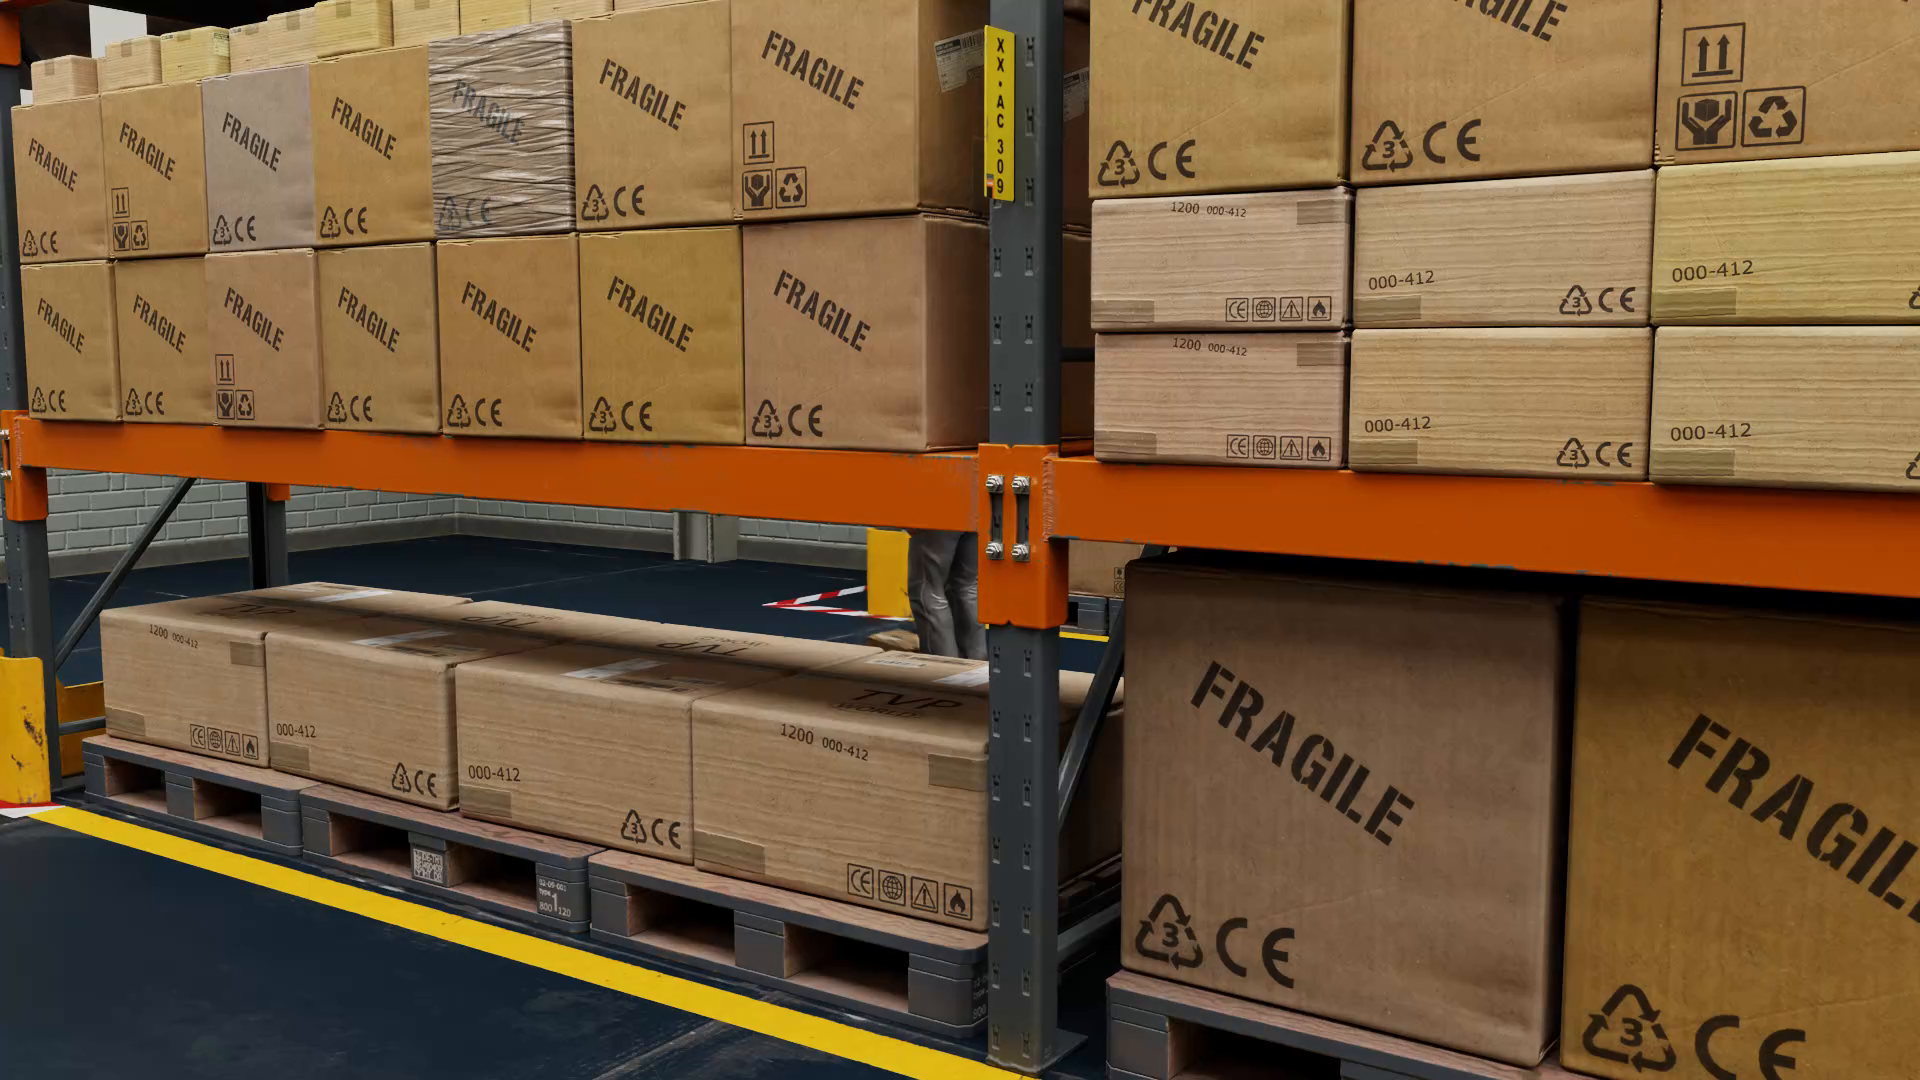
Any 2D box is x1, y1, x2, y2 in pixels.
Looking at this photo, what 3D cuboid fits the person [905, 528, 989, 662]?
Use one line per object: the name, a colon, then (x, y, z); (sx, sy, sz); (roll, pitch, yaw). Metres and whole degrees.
person: (-0.053, -0.189, 7.372); (0.456, 1.772, 0.570); (4, 7, 32)
